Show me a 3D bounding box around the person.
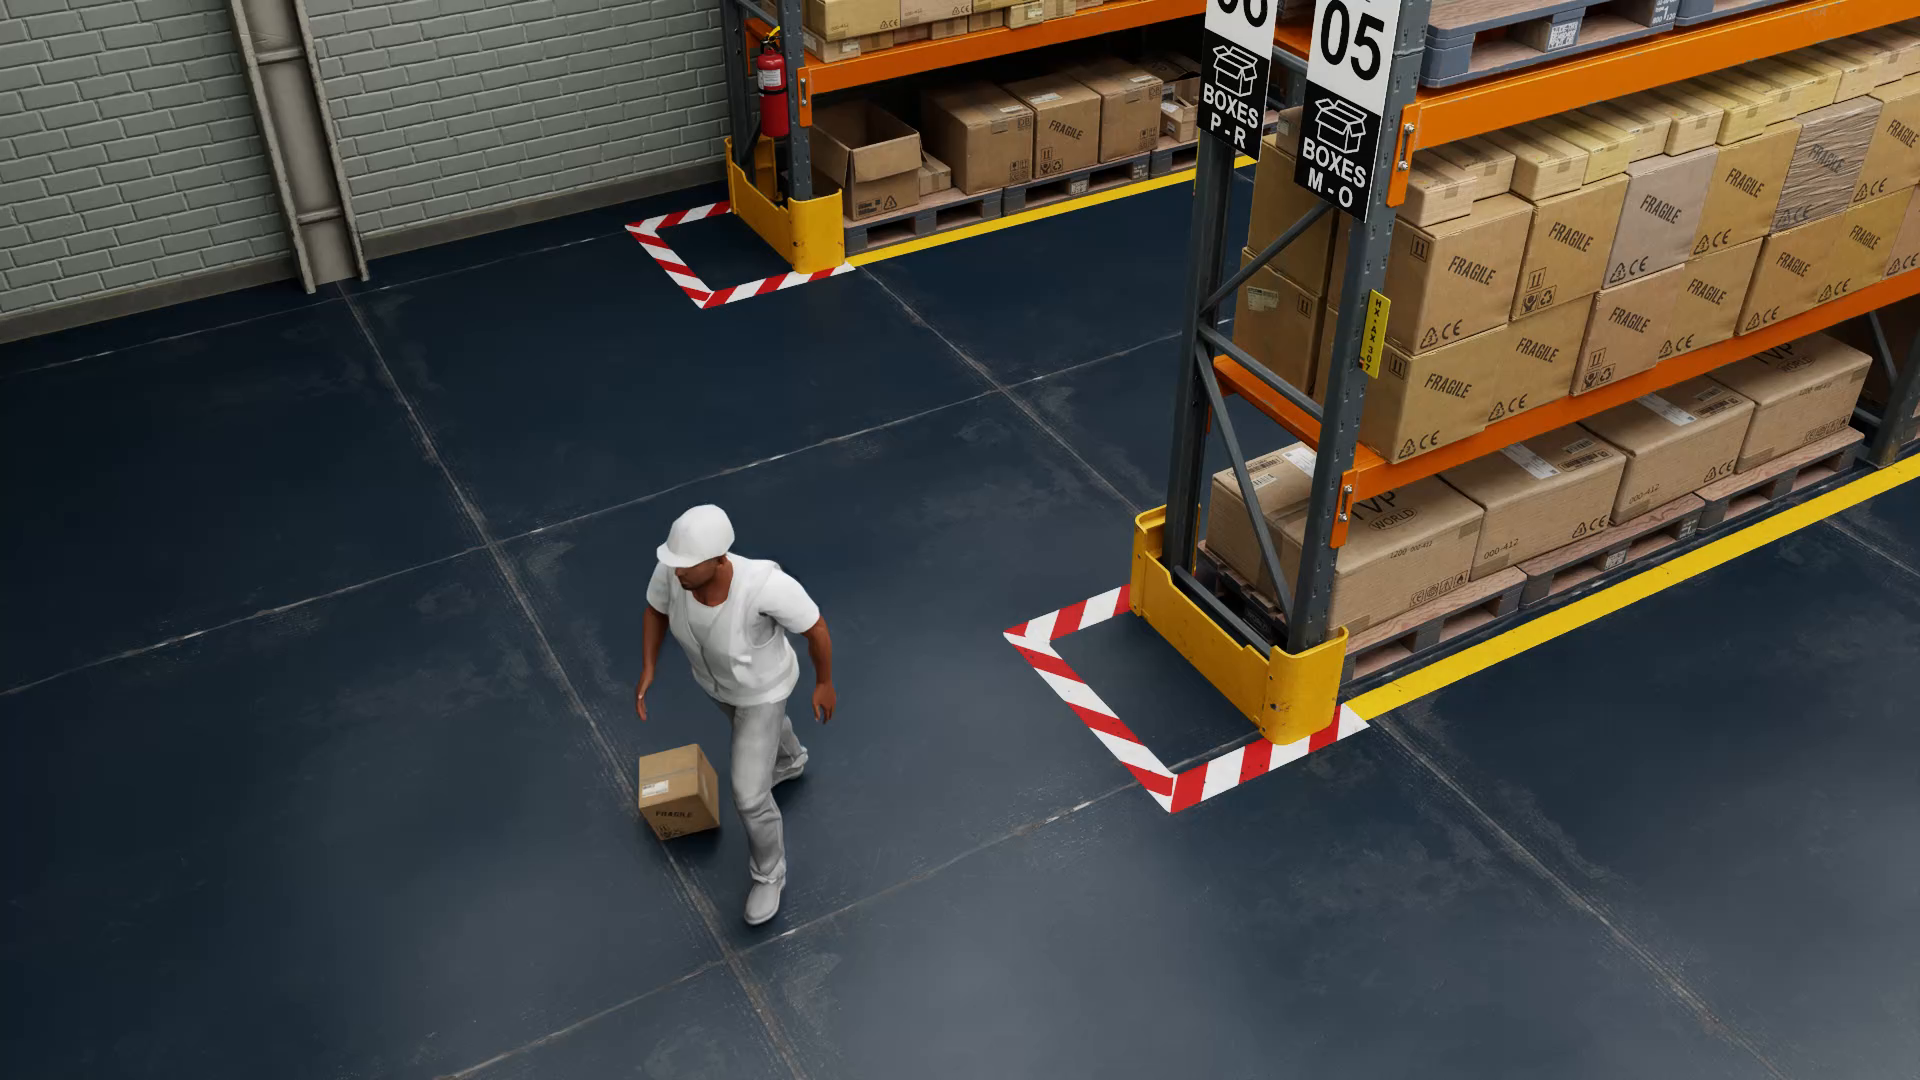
[{"bbox_3d":[-0.809,0.518,6.232,0.705,1.692,0.824,23,43,28],"label":"person"}]
